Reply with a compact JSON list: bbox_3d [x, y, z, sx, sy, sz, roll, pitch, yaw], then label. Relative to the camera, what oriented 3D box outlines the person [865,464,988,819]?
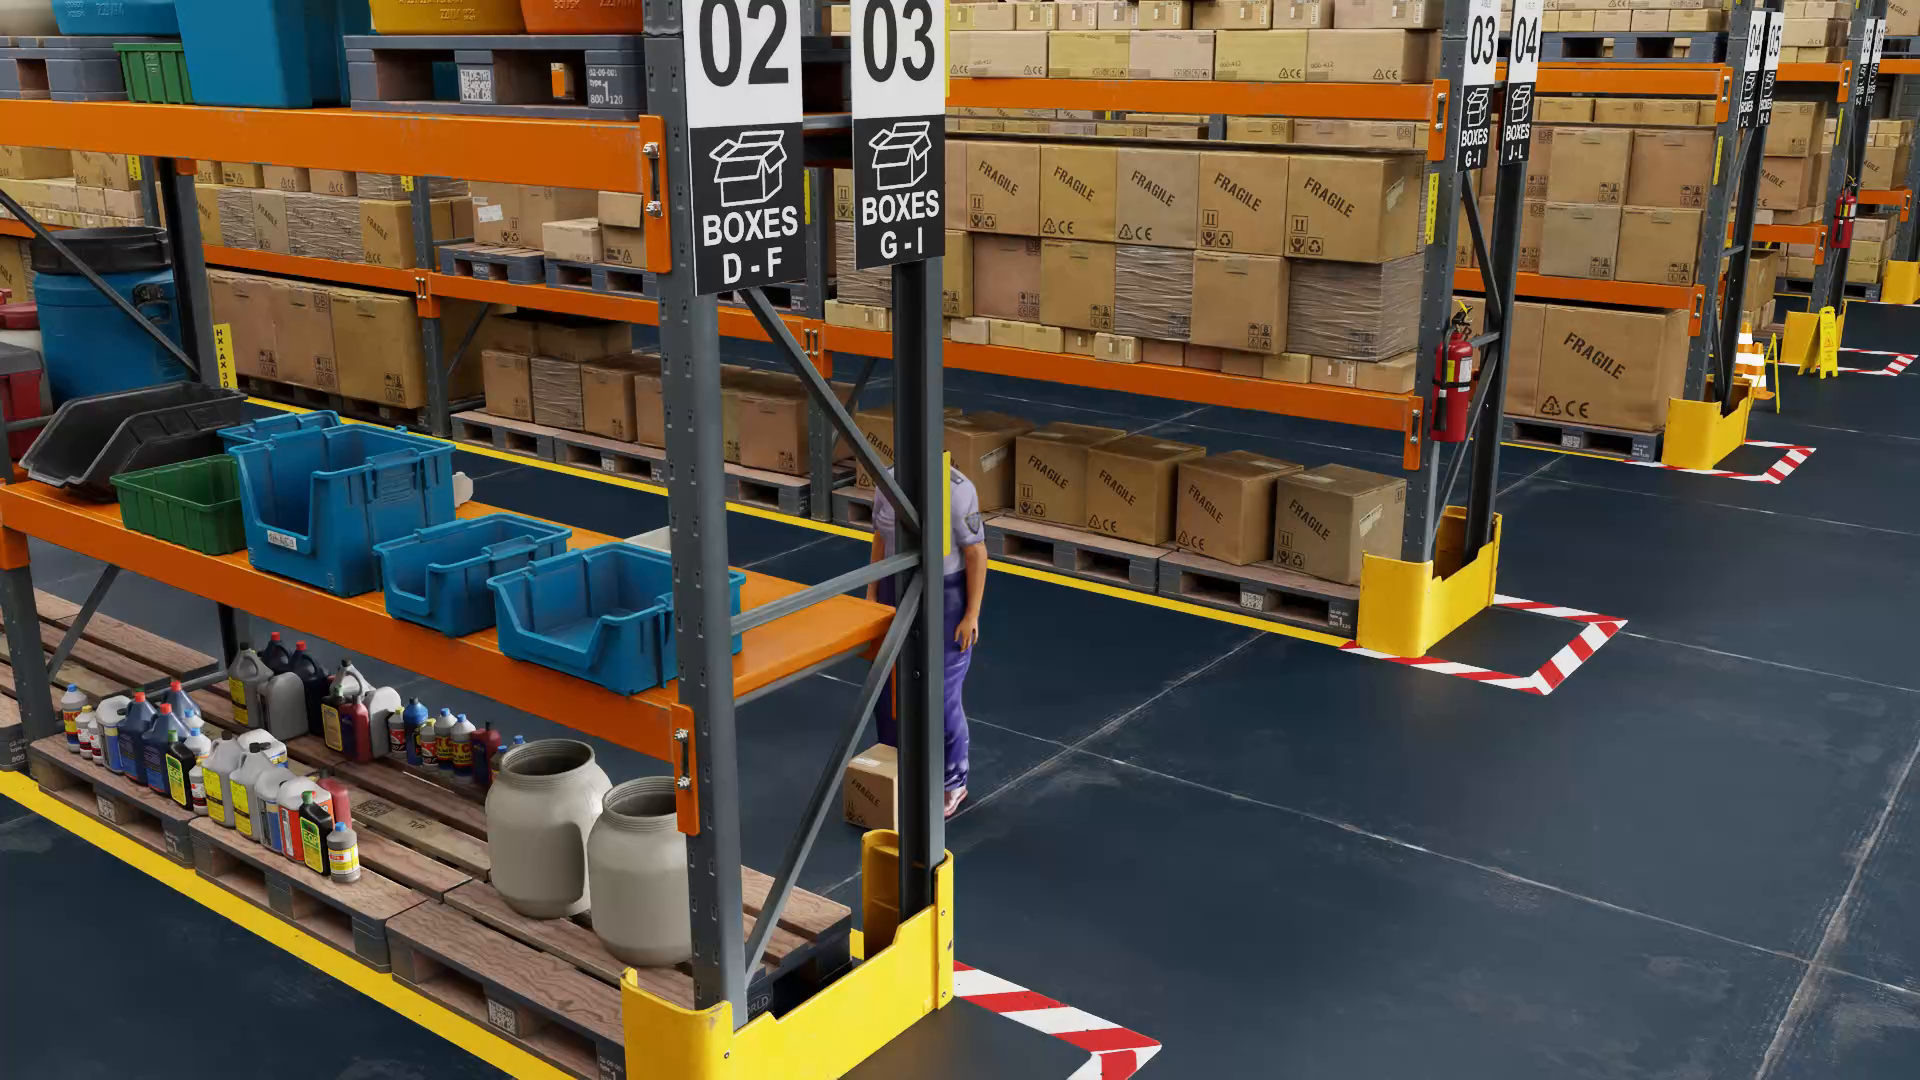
[{"bbox_3d":[-0.157,0.273,6.644,0.563,1.651,0.375,11,20,32],"label":"person"}]
